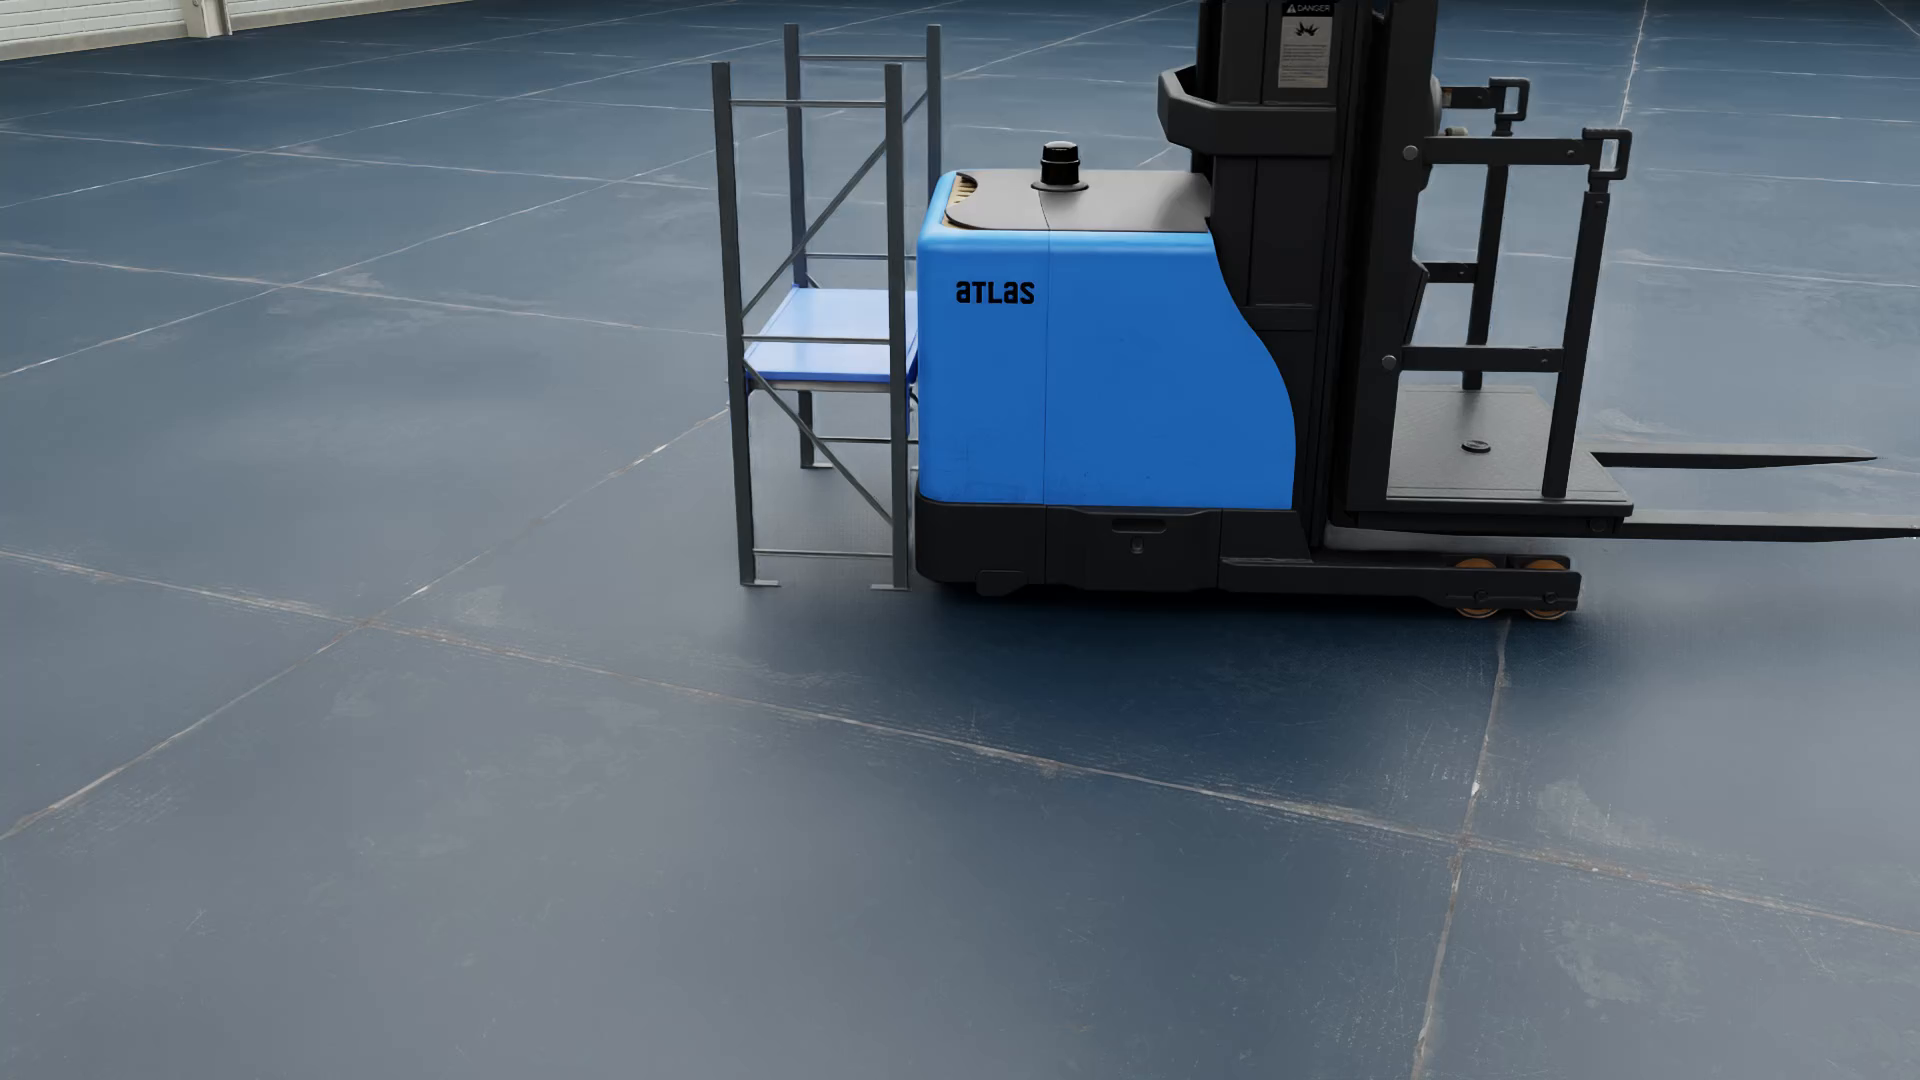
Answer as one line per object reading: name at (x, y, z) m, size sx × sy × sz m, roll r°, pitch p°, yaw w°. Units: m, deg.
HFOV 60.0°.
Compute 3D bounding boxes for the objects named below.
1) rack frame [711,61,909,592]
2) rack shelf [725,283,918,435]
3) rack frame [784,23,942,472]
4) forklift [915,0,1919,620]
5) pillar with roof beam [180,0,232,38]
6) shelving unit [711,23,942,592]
rack frame at (-0.401, -0.553, 4.629) m, size 0.500 × 1.500 × 0.032 m, roll 2°, pitch 23°, yaw 5°
rack shelf at (-0.355, -0.583, 5.166) m, size 0.538 × 0.185 × 1.000 m, roll 2°, pitch 23°, yaw 5°
rack frame at (-0.310, -0.944, 5.563) m, size 0.500 × 1.500 × 0.032 m, roll 2°, pitch 23°, yaw 5°
forklift at (1.405, -1.337, 4.649) m, size 3.031 × 2.935 × 1.130 m, roll 1°, pitch 23°, yaw 3°
pillar with roof beam at (-4.659, -9.356, 15.973) m, size 9.100 × 9.000 × 0.400 m, roll 9°, pitch 24°, yaw 20°
shelving unit at (-0.355, -0.749, 5.096) m, size 0.538 × 1.500 × 1.048 m, roll 2°, pitch 23°, yaw 5°
